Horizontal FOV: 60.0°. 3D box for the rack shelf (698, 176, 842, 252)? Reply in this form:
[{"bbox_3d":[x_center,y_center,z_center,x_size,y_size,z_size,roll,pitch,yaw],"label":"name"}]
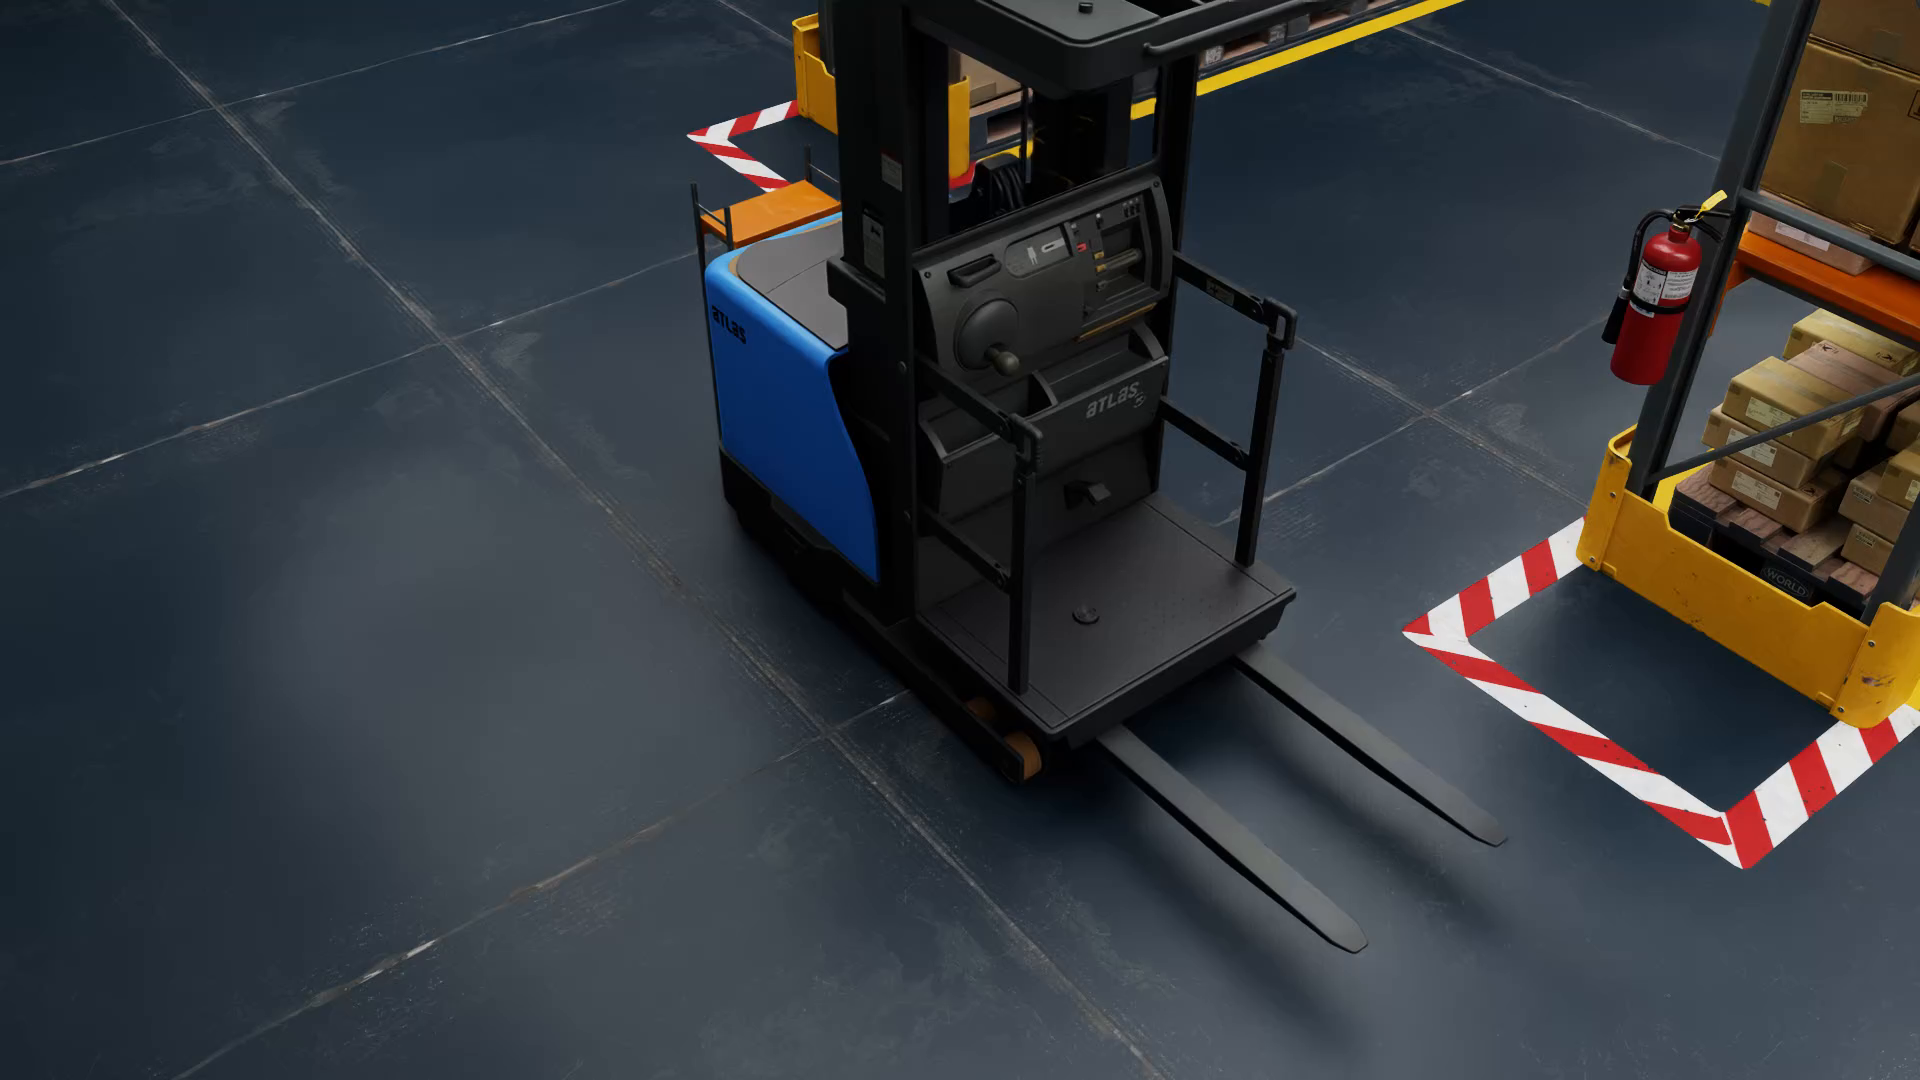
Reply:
[{"bbox_3d":[-0.688,-1.150,6.086,0.480,0.148,0.258,-27,46,-29],"label":"rack shelf"}]

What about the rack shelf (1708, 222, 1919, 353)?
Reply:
[{"bbox_3d":[4.280,-1.345,6.091,4.000,0.370,1.077,-26,46,-28],"label":"rack shelf"}]

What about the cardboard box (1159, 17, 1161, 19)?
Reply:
[{"bbox_3d":[0.781,-3.135,9.396,0.875,0.438,0.875,-25,45,-27],"label":"cardboard box"}]

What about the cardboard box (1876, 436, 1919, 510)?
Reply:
[{"bbox_3d":[3.317,-0.172,5.542,0.250,0.149,0.380,-28,47,-30],"label":"cardboard box"}]

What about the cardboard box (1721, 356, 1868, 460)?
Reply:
[{"bbox_3d":[2.960,-0.472,5.908,0.250,0.149,0.380,-25,46,-28],"label":"cardboard box"}]

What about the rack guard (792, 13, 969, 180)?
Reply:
[{"bbox_3d":[-0.421,-2.324,8.689,0.348,0.500,1.175,-26,46,-28],"label":"rack guard"}]

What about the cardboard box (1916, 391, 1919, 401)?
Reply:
[{"bbox_3d":[3.626,-0.626,6.330,0.250,0.149,0.380,-27,46,-29],"label":"cardboard box"}]

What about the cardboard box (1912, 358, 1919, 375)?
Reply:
[{"bbox_3d":[3.566,-0.772,6.274,0.250,0.149,0.380,-28,47,-30],"label":"cardboard box"}]

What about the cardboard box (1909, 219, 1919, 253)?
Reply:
[{"bbox_3d":[3.219,-1.038,4.837,0.500,0.500,0.500,-24,45,-26],"label":"cardboard box"}]

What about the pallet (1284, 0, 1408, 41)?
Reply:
[{"bbox_3d":[2.119,-3.513,10.366,1.213,0.211,1.003,-26,46,-28],"label":"pallet"}]

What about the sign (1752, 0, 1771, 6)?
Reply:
[{"bbox_3d":[2.372,-1.706,4.803,0.005,0.325,0.100,-26,46,-28],"label":"sign"}]

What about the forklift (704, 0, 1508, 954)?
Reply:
[{"bbox_3d":[0.403,-0.721,4.817,1.130,2.935,3.031,-26,46,-28],"label":"forklift"}]

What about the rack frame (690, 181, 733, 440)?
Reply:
[{"bbox_3d":[-0.878,-0.749,6.217,0.015,1.200,0.240,-27,46,-29],"label":"rack frame"}]

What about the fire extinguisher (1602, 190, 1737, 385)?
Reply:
[{"bbox_3d":[2.213,-0.810,5.228,0.183,0.674,0.296,-26,46,-28],"label":"fire extinguisher"}]

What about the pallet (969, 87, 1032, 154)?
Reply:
[{"bbox_3d":[0.184,-2.570,9.217,1.213,0.211,1.003,-26,46,-28],"label":"pallet"}]

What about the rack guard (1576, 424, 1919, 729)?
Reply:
[{"bbox_3d":[2.755,0.087,5.749,0.348,0.500,1.175,-26,46,-28],"label":"rack guard"}]

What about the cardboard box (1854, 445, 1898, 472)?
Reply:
[{"bbox_3d":[3.389,-0.427,6.322,0.250,0.149,0.380,-26,46,-28],"label":"cardboard box"}]

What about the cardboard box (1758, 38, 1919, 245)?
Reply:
[{"bbox_3d":[2.894,-1.306,5.164,0.500,0.500,0.500,-25,46,-27],"label":"cardboard box"}]

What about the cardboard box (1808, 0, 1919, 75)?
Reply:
[{"bbox_3d":[2.906,-1.692,4.846,0.500,0.500,0.500,-27,46,-29],"label":"cardboard box"}]

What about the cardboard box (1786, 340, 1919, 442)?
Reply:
[{"bbox_3d":[3.194,-0.540,5.991,0.250,0.149,0.380,-25,46,-27],"label":"cardboard box"}]

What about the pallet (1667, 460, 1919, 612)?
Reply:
[{"bbox_3d":[3.420,-0.097,6.202,1.213,0.211,1.003,-26,46,-28],"label":"pallet"}]

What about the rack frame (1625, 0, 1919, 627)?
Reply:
[{"bbox_3d":[2.694,-0.850,4.921,0.127,3.000,1.000,-26,46,-28],"label":"rack frame"}]

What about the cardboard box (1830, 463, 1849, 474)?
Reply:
[{"bbox_3d":[3.127,-0.369,6.251,0.250,0.149,0.380,-25,45,-27],"label":"cardboard box"}]

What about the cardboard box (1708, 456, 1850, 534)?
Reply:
[{"bbox_3d":[2.985,-0.218,6.068,0.250,0.149,0.380,-25,46,-27],"label":"cardboard box"}]

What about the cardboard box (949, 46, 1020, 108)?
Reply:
[{"bbox_3d":[0.060,-2.777,8.959,0.875,0.438,0.875,-28,47,-29],"label":"cardboard box"}]

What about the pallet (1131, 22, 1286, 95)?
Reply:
[{"bbox_3d":[1.151,-3.039,9.788,1.213,0.211,1.003,-26,46,-28],"label":"pallet"}]

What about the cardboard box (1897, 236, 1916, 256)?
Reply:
[{"bbox_3d":[3.001,-1.098,5.421,0.250,0.149,0.380,-26,46,-28],"label":"cardboard box"}]

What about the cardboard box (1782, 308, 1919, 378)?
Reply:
[{"bbox_3d":[3.322,-0.704,6.191,0.250,0.149,0.380,-27,46,-29],"label":"cardboard box"}]

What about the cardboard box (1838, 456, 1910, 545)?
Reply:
[{"bbox_3d":[3.266,-0.098,5.687,0.250,0.149,0.380,-24,45,-26],"label":"cardboard box"}]

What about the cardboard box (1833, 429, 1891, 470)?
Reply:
[{"bbox_3d":[3.179,-0.446,6.111,0.250,0.149,0.380,-27,47,-29],"label":"cardboard box"}]

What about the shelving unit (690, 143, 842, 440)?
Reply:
[{"bbox_3d":[-0.688,-0.846,6.335,0.503,1.200,0.258,-27,46,-29],"label":"shelving unit"}]

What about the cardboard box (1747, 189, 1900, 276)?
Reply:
[{"bbox_3d":[2.781,-1.021,5.327,0.250,0.149,0.380,-26,46,-28],"label":"cardboard box"}]

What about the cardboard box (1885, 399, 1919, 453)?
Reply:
[{"bbox_3d":[3.462,-0.339,5.745,0.250,0.149,0.380,-25,46,-27],"label":"cardboard box"}]

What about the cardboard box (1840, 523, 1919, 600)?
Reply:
[{"bbox_3d":[3.305,0.049,5.742,0.250,0.149,0.380,-25,46,-27],"label":"cardboard box"}]

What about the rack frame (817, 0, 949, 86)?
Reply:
[{"bbox_3d":[-0.402,-3.300,7.908,0.127,3.000,1.000,-26,46,-28],"label":"rack frame"}]

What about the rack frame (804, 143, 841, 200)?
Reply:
[{"bbox_3d":[-0.497,-0.942,6.453,0.015,1.200,0.240,-27,46,-29],"label":"rack frame"}]

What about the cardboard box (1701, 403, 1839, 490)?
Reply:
[{"bbox_3d":[2.939,-0.372,6.021,0.250,0.149,0.380,-27,47,-29],"label":"cardboard box"}]
